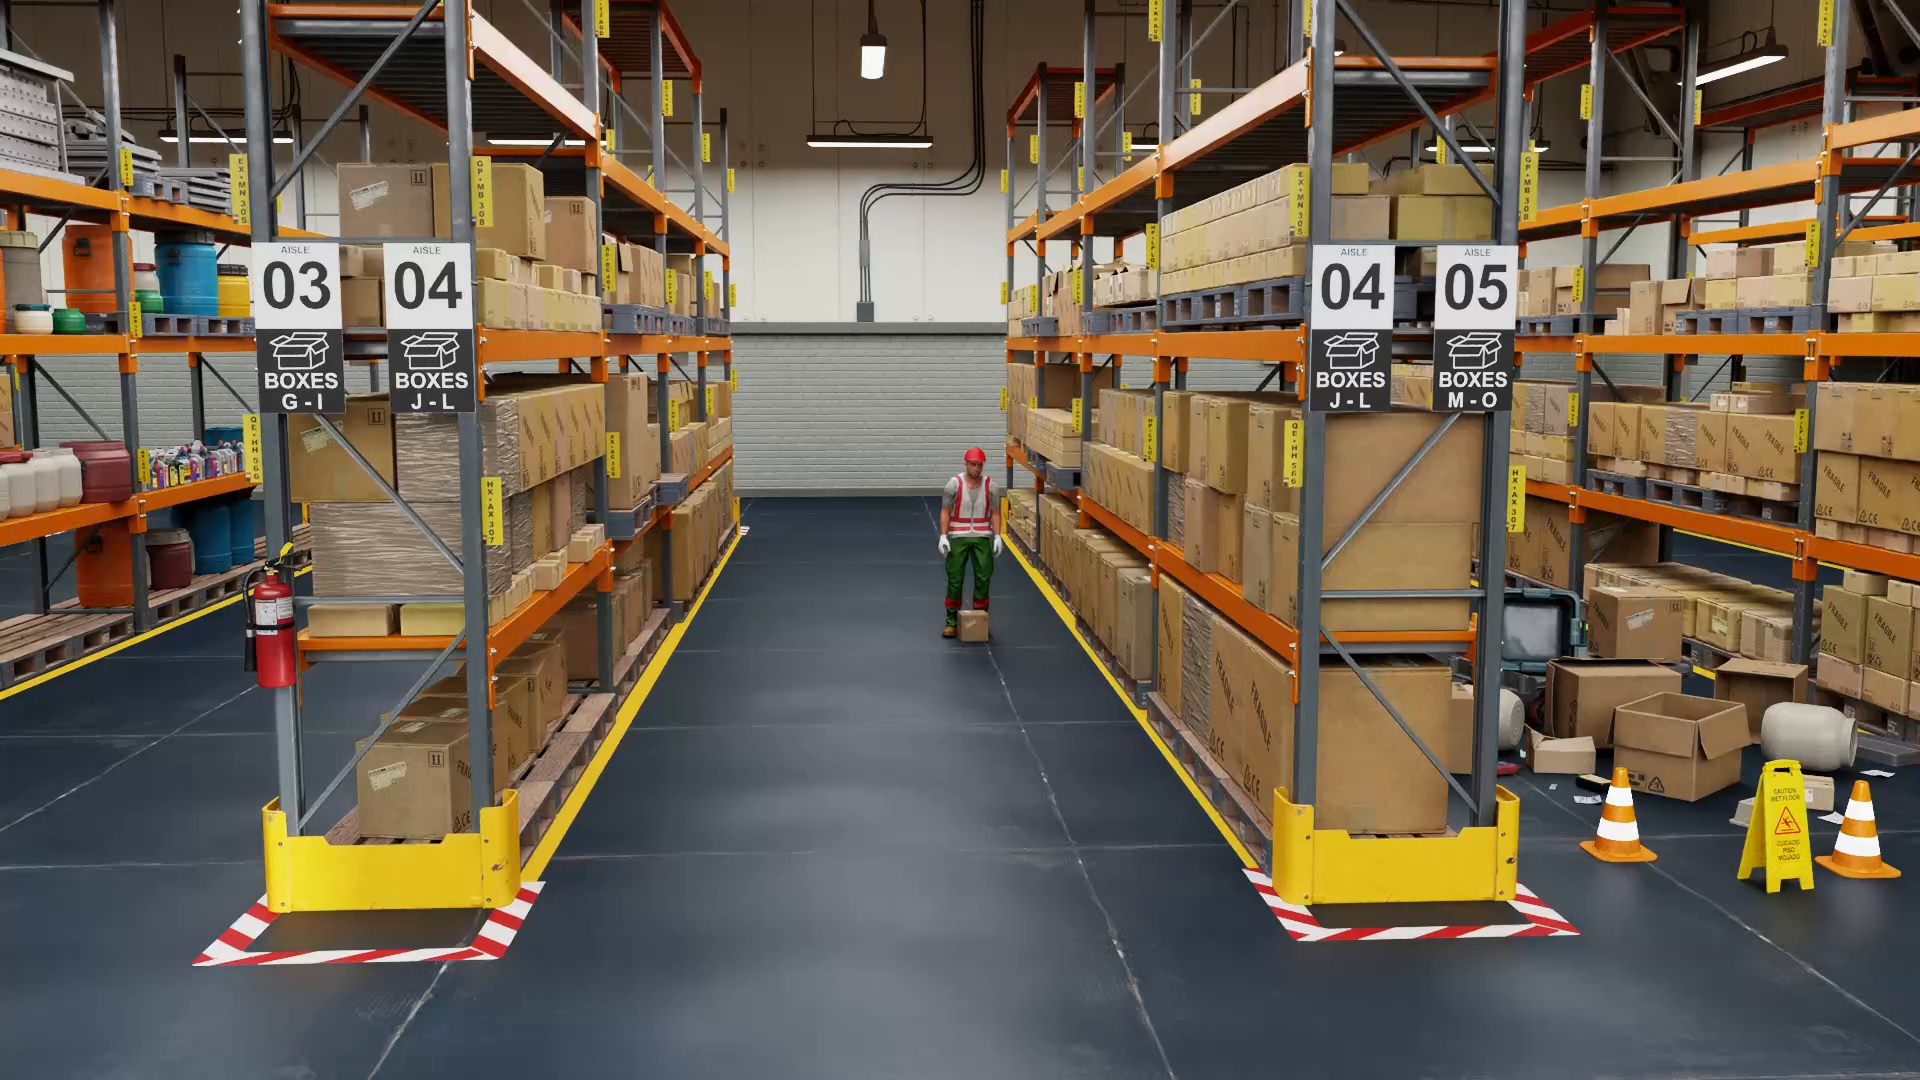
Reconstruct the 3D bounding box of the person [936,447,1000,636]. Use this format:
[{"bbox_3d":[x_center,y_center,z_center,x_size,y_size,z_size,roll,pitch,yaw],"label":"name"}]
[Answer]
[{"bbox_3d":[0.074,0.012,15.579,0.604,1.778,0.450,-1,7,-6],"label":"person"}]
